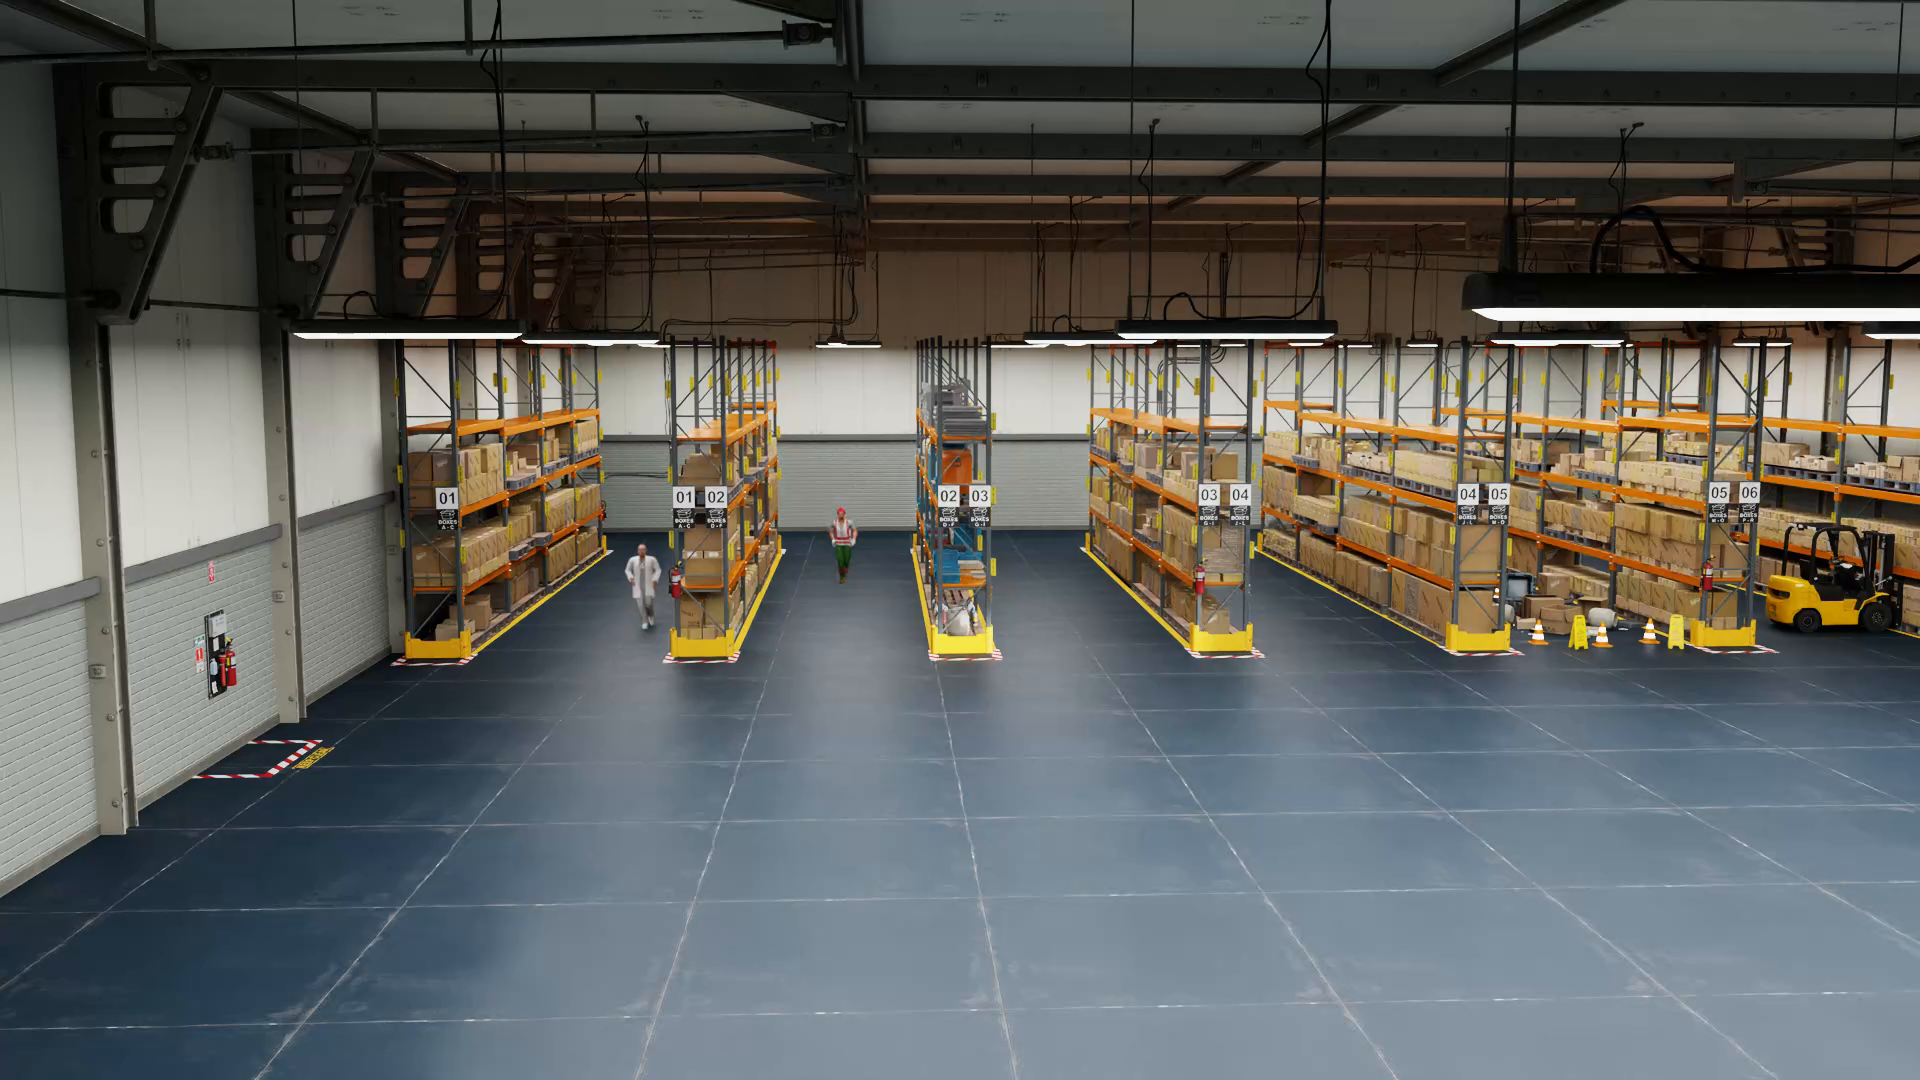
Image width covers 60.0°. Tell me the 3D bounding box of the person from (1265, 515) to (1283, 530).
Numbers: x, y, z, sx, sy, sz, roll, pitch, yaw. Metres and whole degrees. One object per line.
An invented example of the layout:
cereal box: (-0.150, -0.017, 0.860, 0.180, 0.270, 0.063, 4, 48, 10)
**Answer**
person: (9.333, -0.669, 49.067, 0.745, 1.720, 0.654, 1, 7, 11)

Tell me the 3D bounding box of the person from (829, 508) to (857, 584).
person: (-2.748, 0.122, 39.166, 0.655, 1.776, 0.678, 0, 6, 2)

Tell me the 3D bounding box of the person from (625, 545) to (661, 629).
person: (-6.555, 0.961, 34.340, 0.715, 1.740, 0.633, 0, 7, -3)
